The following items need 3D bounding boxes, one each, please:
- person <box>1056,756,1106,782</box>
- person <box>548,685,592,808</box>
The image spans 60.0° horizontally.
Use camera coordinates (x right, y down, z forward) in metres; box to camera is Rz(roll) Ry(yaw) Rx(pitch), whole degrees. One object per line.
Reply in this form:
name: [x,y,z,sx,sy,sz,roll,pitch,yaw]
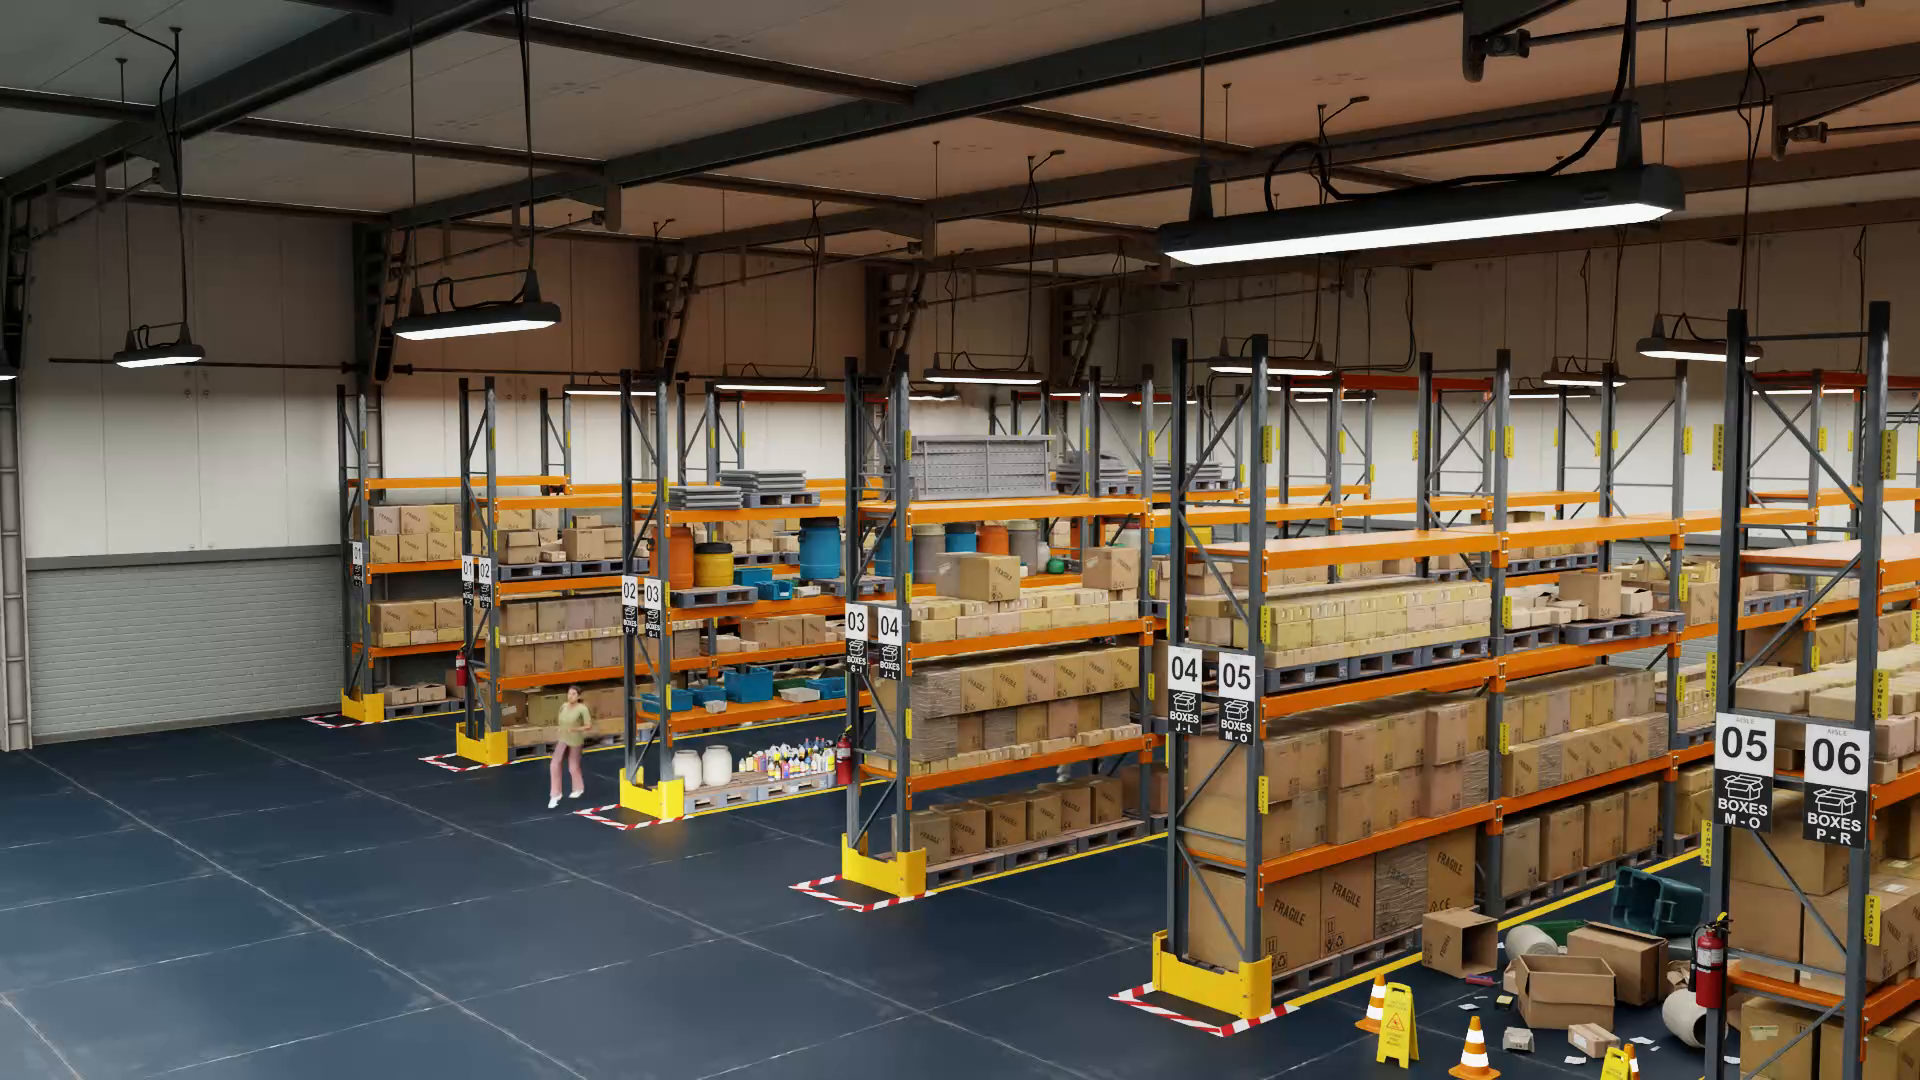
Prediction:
person: [1.811,2.732,24.476,0.533,1.700,1.067,3,5,40]
person: [-5.346,2.801,23.025,0.568,1.618,0.718,1,4,13]
